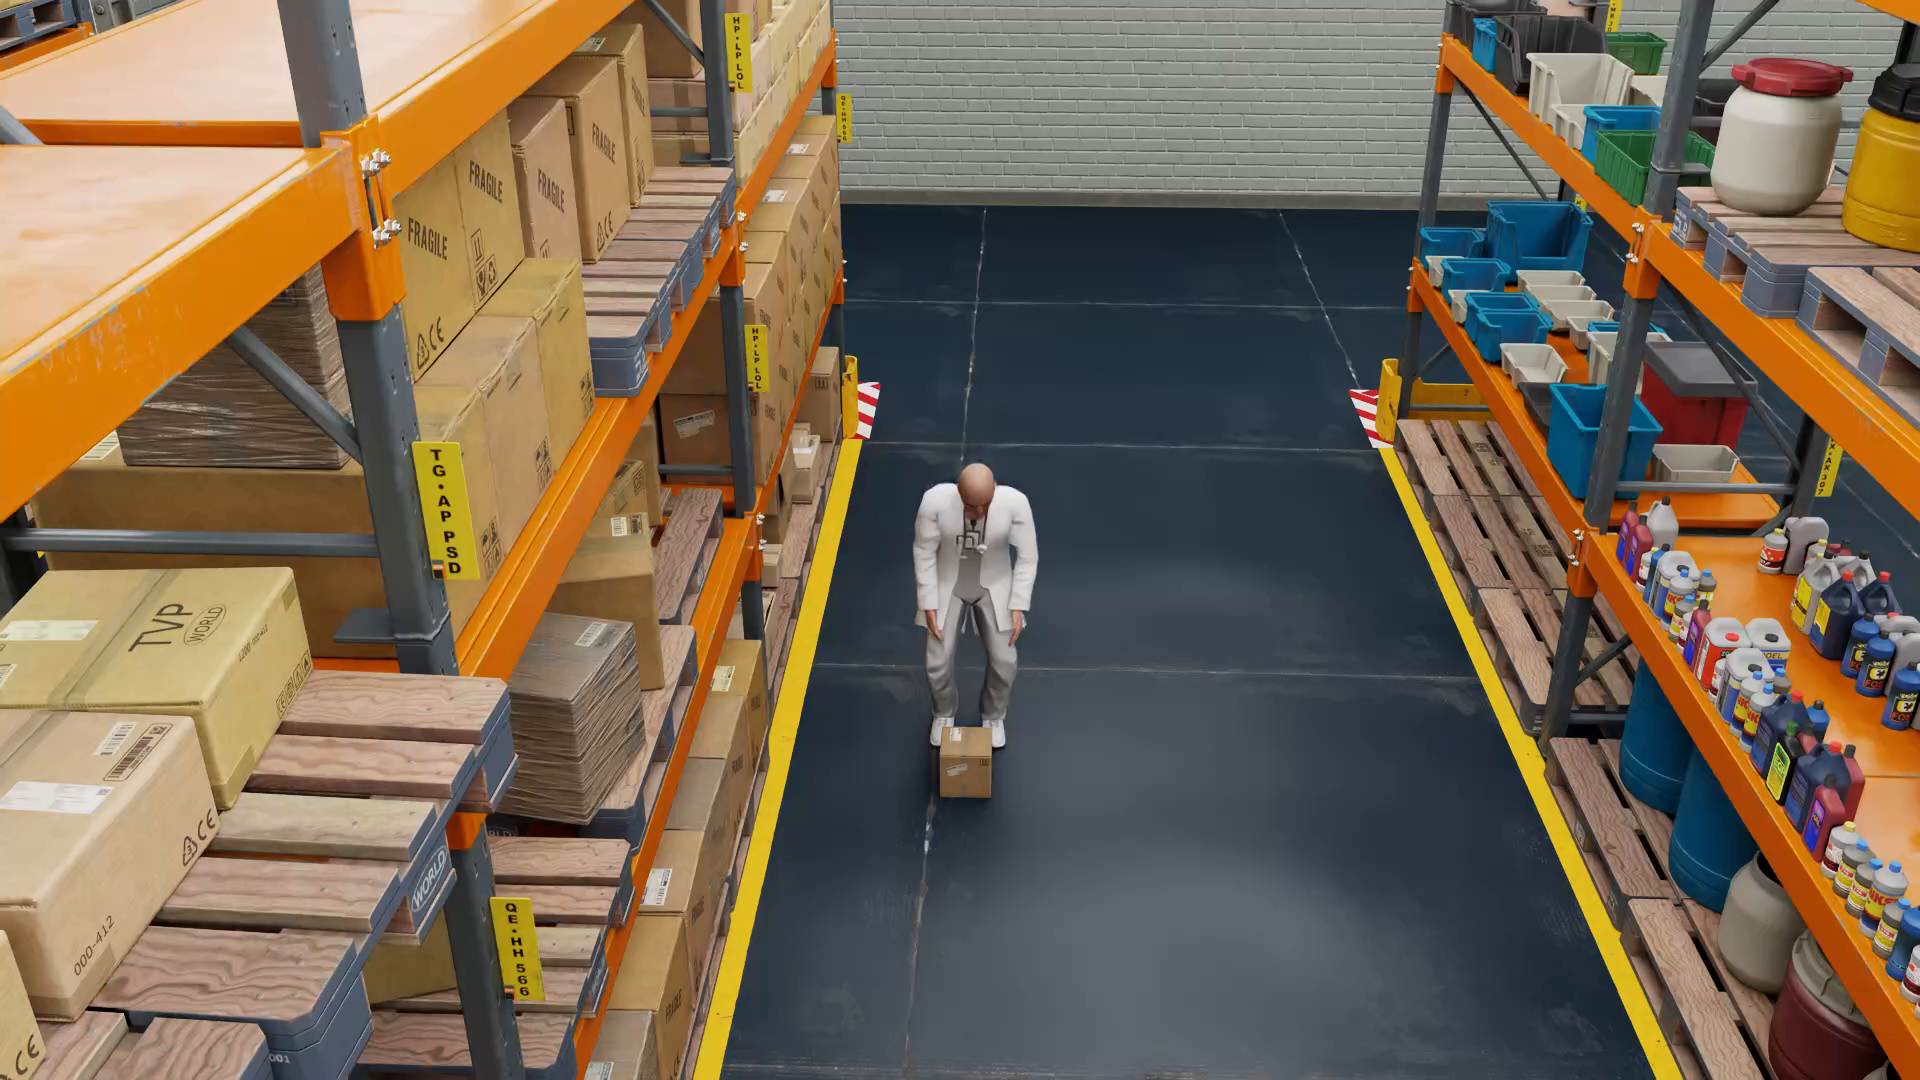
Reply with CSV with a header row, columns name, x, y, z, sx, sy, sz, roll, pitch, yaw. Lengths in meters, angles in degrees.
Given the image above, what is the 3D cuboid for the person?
name,x,y,z,sx,sy,sz,roll,pitch,yaw
person,0.077,0.283,8.296,0.618,1.601,0.564,1,28,3
